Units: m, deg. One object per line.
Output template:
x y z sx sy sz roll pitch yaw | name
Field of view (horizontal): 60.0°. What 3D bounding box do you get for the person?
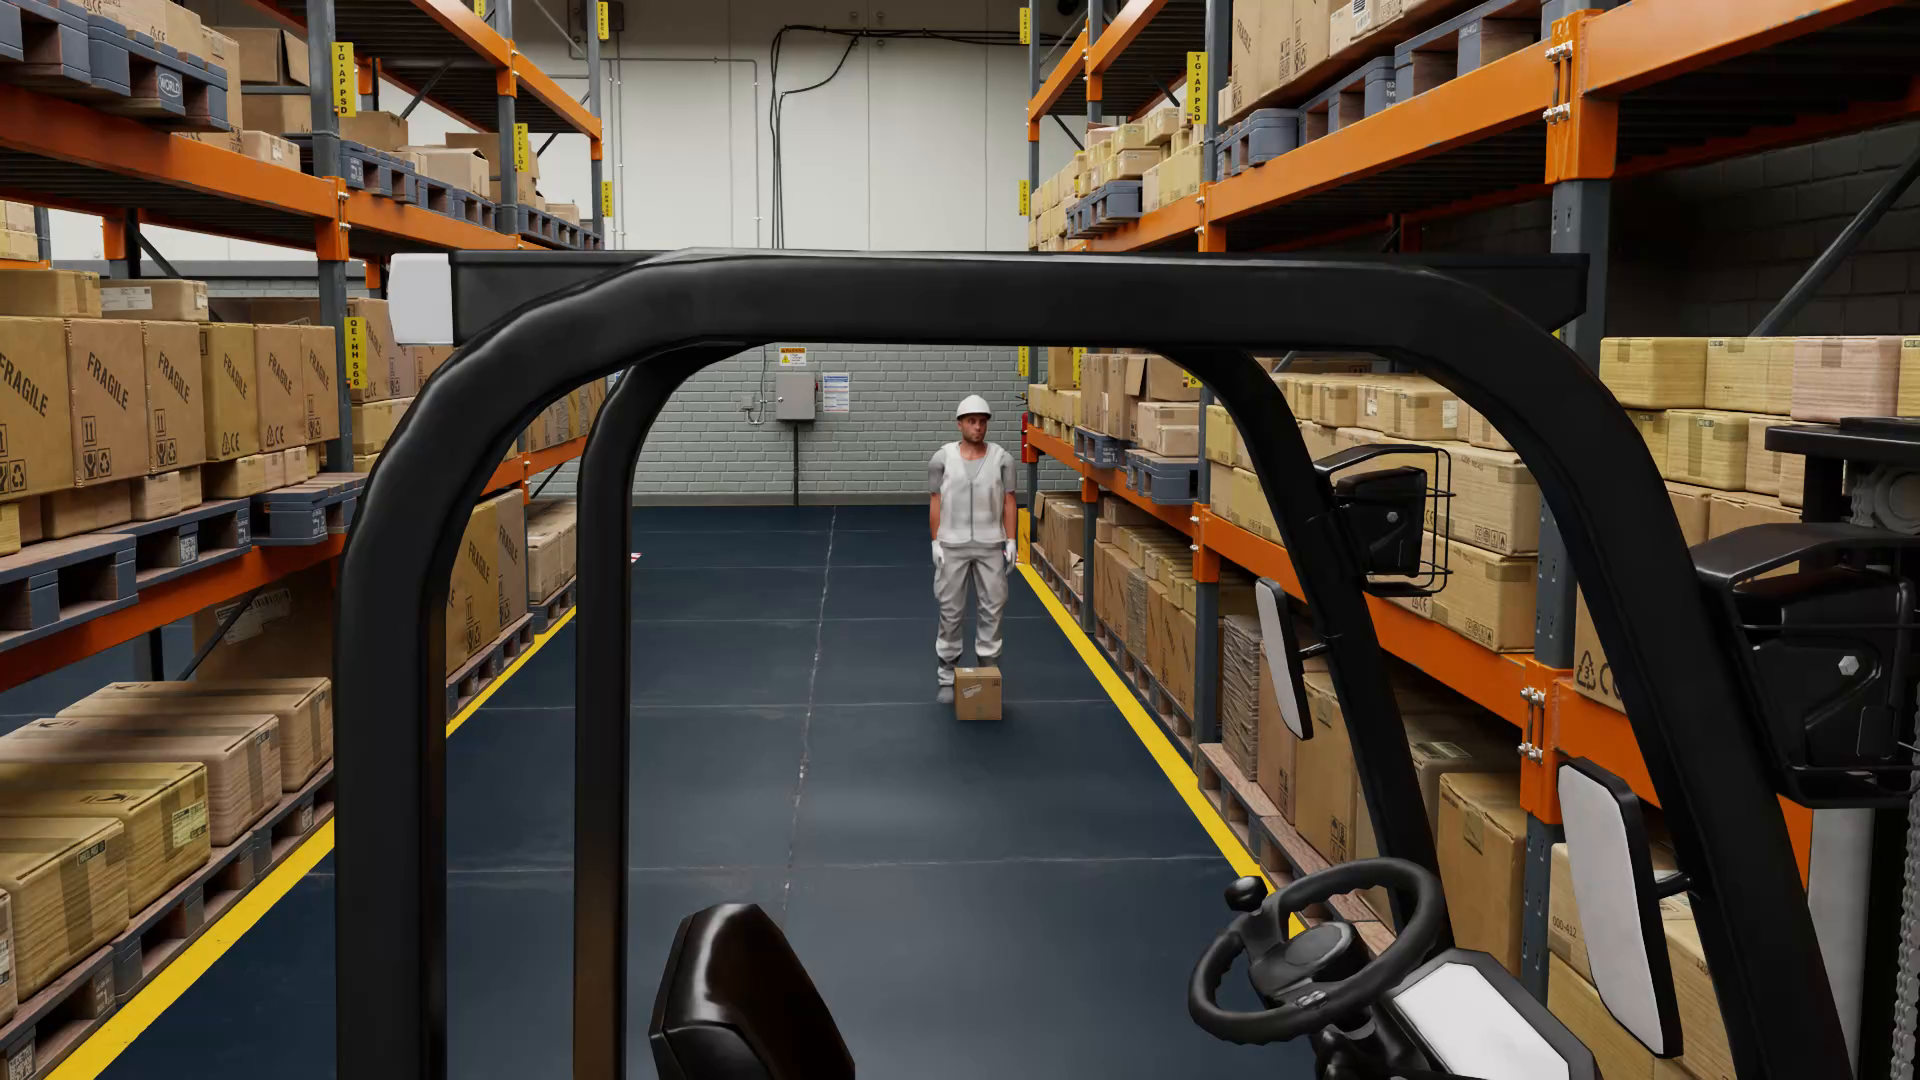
0.077 0.058 9.738 0.524 1.809 0.344 0 7 -4 | person
